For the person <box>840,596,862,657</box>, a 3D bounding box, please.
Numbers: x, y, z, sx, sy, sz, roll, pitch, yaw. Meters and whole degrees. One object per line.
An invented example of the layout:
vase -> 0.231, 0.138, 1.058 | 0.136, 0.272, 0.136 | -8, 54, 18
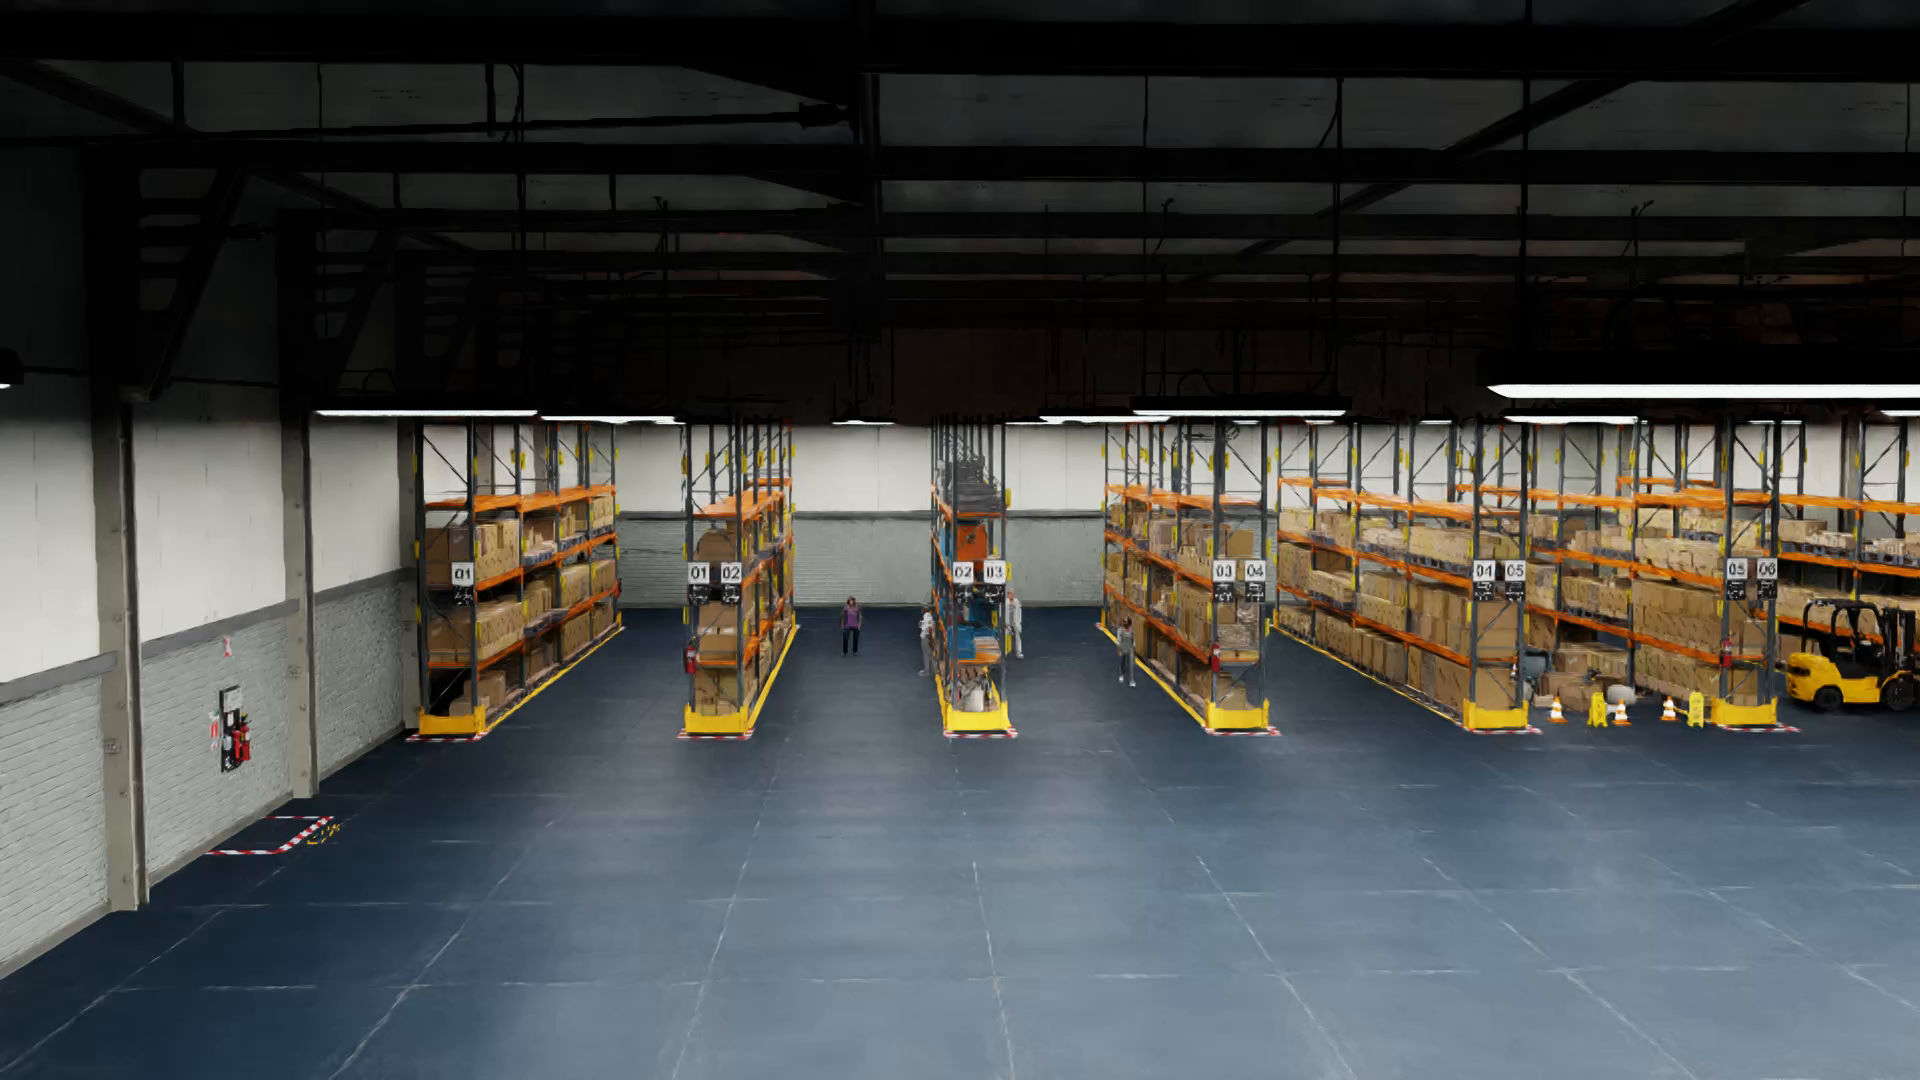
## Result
person -> -2.708, 2.148, 41.330 | 0.566, 1.541, 0.519 | 0, 4, -5

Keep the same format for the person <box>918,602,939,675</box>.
person -> -0.723, 2.280, 38.402 | 0.438, 1.671, 0.590 | -1, 4, -12

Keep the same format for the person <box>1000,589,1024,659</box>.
person -> 1.251, 2.053, 41.087 | 0.580, 1.715, 1.102 | -1, 4, -11

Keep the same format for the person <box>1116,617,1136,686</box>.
person -> 3.676, 2.441, 36.876 | 0.417, 1.517, 1.036 | 0, 4, 1
